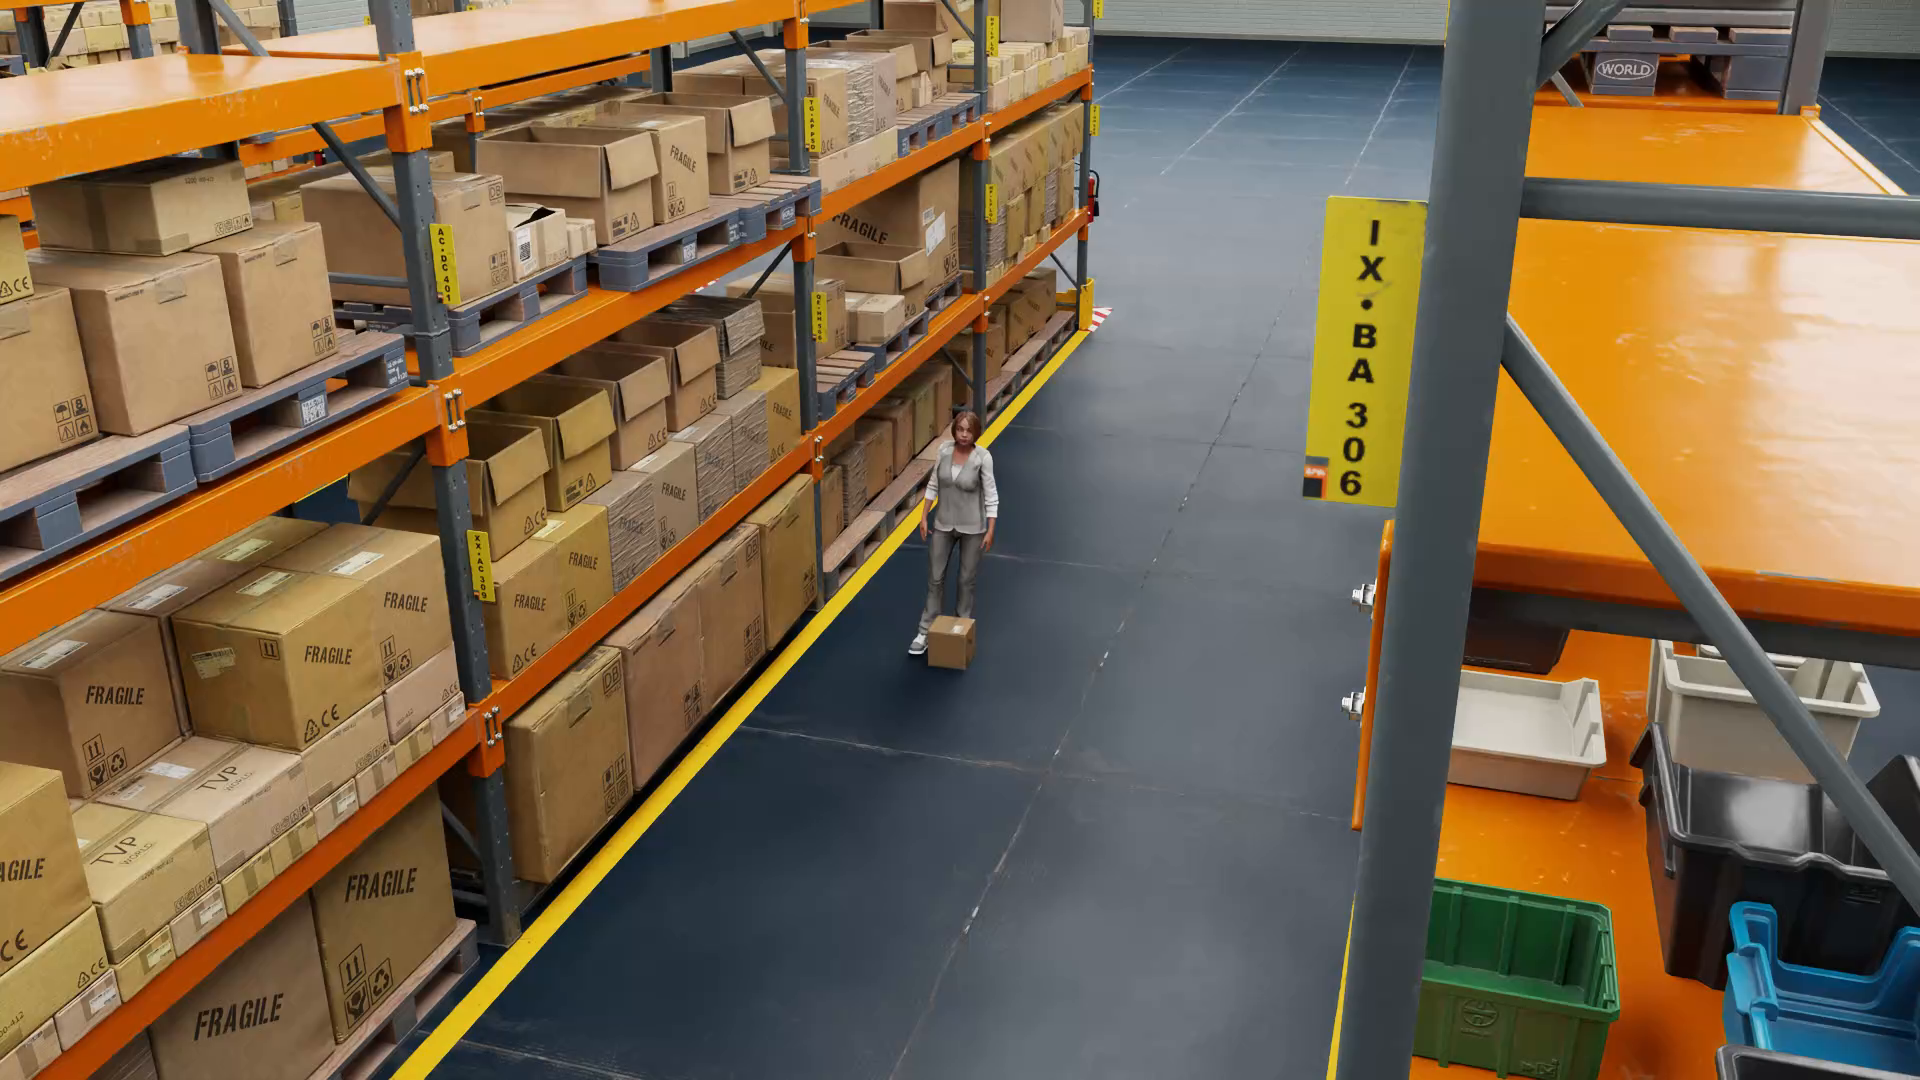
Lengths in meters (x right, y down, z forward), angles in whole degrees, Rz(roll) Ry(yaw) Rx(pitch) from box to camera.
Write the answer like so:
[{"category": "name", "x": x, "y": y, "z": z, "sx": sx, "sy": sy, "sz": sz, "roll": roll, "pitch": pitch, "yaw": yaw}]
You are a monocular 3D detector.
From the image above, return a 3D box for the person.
[{"category": "person", "x": -0.035, "y": -0.039, "z": 10.675, "sx": 0.520, "sy": 1.596, "sz": 0.475, "roll": 7, "pitch": 23, "yaw": 16}]
